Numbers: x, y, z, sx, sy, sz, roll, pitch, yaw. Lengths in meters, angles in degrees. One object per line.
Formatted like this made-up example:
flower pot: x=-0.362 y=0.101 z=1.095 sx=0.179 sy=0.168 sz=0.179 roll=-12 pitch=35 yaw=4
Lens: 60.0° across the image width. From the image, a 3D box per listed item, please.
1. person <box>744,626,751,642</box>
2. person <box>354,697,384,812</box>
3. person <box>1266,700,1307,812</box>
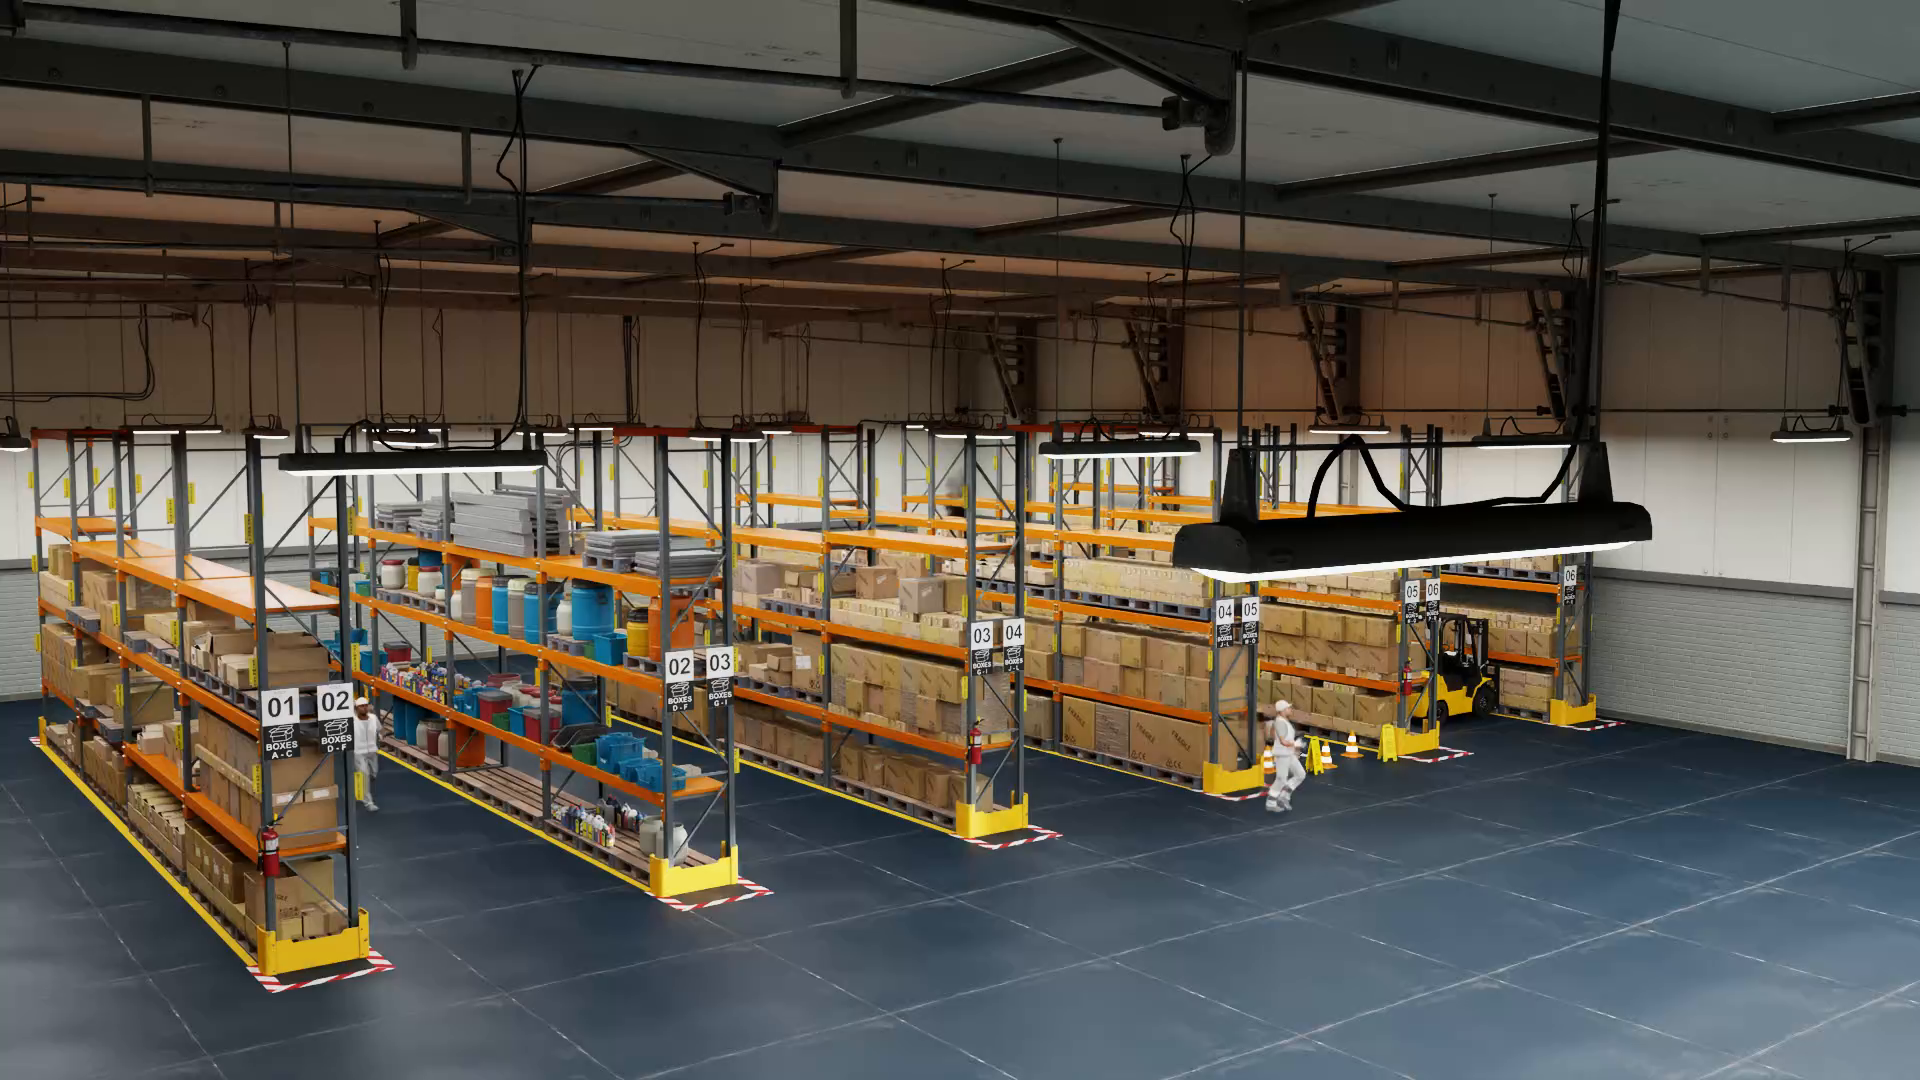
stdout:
person: x=-5.197 y=2.250 z=41.948 sx=0.547 sy=1.611 sz=0.566 roll=-4 pitch=6 yaw=-39
person: x=-9.453 y=3.373 z=26.353 sx=0.946 sy=1.763 sz=0.696 roll=4 pitch=6 yaw=44
person: x=5.132 y=3.386 z=26.112 sx=0.650 sy=1.761 sz=0.678 roll=2 pitch=5 yaw=22
